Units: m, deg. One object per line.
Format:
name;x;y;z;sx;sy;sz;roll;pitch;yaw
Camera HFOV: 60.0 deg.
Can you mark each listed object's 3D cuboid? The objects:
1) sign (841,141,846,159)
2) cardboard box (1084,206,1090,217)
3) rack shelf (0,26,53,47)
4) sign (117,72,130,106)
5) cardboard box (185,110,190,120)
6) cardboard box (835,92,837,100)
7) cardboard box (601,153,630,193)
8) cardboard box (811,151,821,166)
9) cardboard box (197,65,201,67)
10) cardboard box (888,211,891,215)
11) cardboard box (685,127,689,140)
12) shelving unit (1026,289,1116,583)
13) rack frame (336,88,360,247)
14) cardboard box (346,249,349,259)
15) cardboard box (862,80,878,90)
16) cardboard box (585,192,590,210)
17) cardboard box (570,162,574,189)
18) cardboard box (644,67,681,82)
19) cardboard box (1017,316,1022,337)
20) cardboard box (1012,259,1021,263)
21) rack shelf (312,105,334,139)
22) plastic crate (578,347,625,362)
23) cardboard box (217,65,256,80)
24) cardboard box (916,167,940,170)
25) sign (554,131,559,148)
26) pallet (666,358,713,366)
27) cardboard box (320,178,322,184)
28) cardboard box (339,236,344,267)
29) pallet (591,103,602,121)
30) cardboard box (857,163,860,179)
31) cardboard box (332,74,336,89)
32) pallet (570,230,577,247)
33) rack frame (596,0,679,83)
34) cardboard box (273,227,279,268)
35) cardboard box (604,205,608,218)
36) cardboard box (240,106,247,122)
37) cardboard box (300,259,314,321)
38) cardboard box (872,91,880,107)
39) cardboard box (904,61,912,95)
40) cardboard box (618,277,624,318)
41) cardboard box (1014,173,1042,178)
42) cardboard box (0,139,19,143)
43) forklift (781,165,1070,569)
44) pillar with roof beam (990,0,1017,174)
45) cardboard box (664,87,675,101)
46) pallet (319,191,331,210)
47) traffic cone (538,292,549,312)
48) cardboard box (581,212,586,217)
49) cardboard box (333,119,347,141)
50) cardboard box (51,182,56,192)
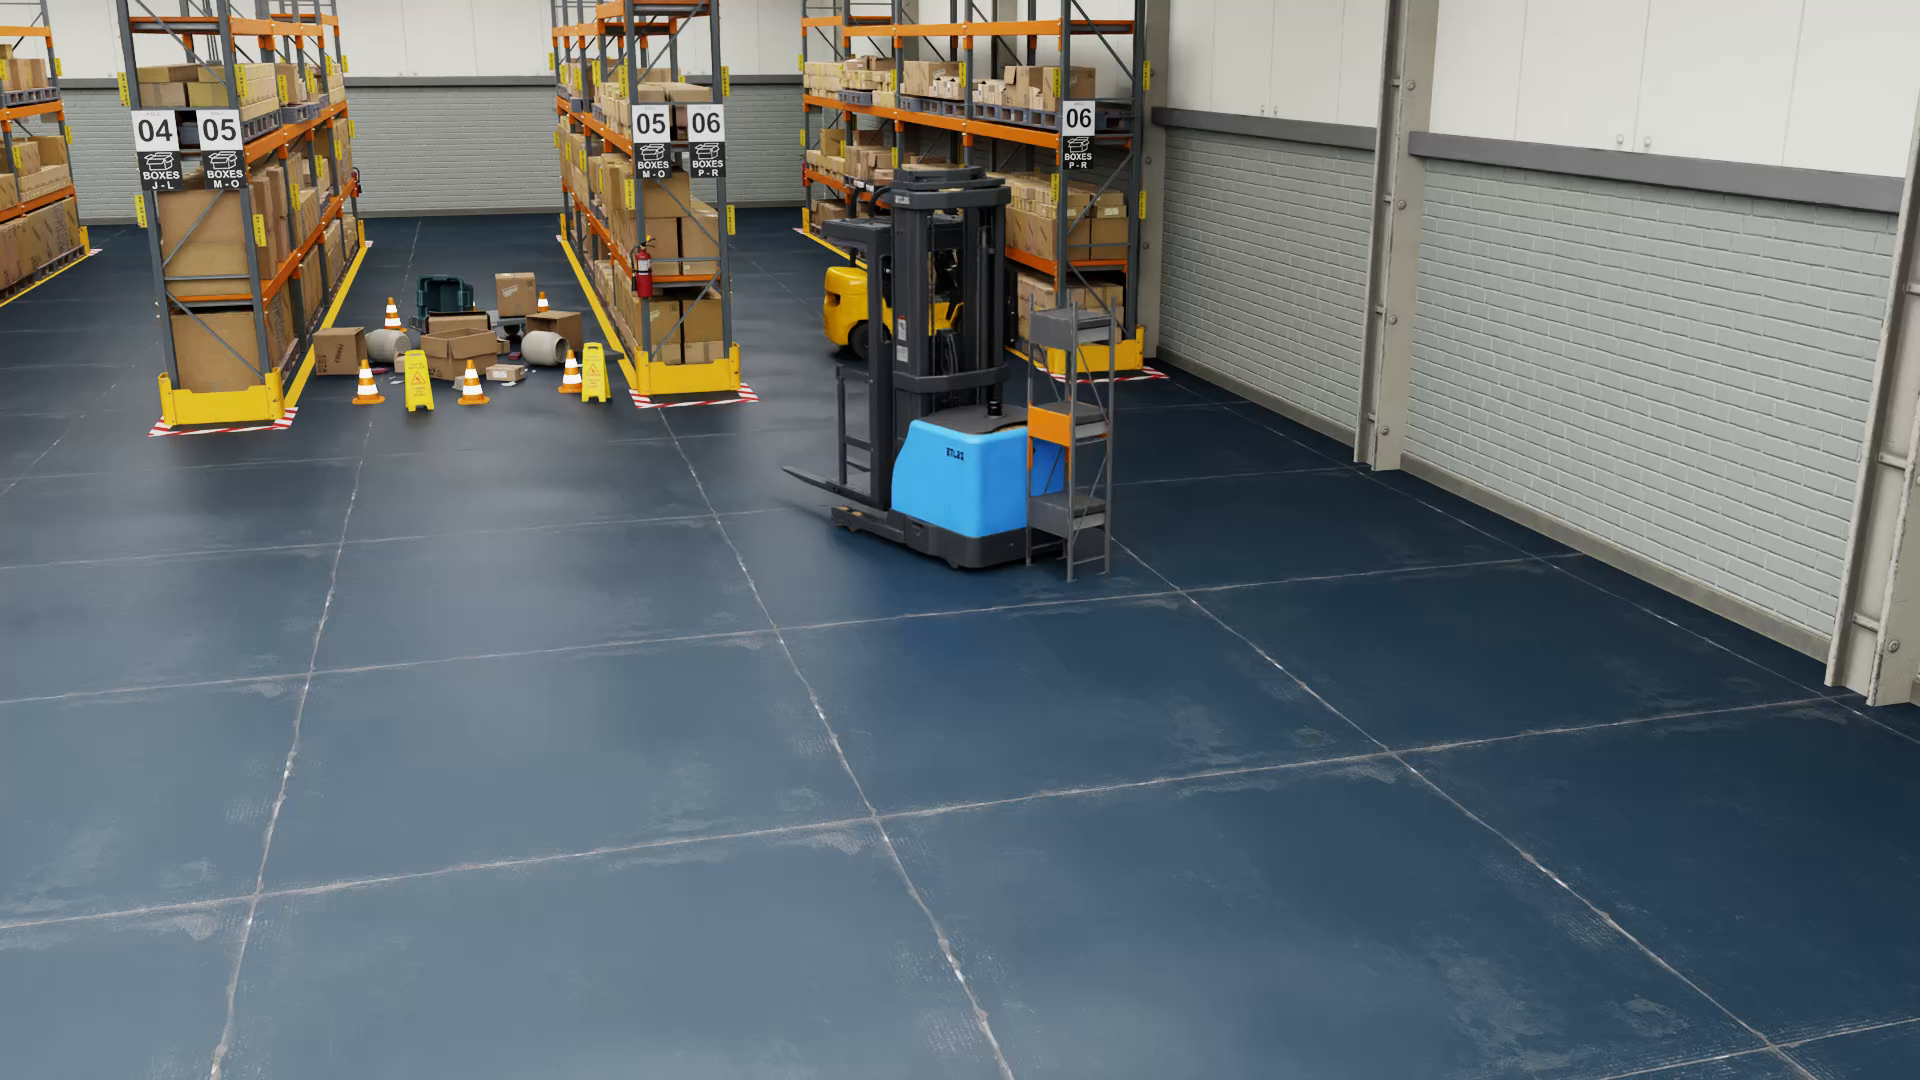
sign;-2.161;-7.237;30.827;0.100;0.325;0.005;-5;17;-15
cardboard box;1.684;-4.085;20.535;0.380;0.149;0.250;-5;17;-15
rack shelf;-16.491;-8.581;28.323;1.077;0.370;4.000;-5;17;-15
sign;-8.372;-4.520;16.668;0.100;0.325;0.005;-5;17;-15
cardboard box;-8.472;-4.577;17.794;0.380;0.149;0.250;-5;17;-15
cardboard box;-2.154;-8.403;31.436;0.380;0.149;0.250;-4;17;-13
cardboard box;-4.302;-4.792;21.762;0.700;0.500;0.500;-5;17;-16
cardboard box;-2.736;-7.759;33.811;0.500;0.250;0.500;-5;17;-15
cardboard box;-8.822;-5.310;18.848;0.380;0.149;0.250;-5;17;-15
cardboard box;-1.110;-5.965;30.582;0.380;0.149;0.250;-5;17;-15
cardboard box;-2.894;-4.589;18.737;0.380;0.149;0.250;-5;17;-15
shelving unit;0.817;-0.775;12.383;0.431;2.100;0.503;-12;21;-36
rack frame;-12.244;-7.162;32.079;1.000;3.000;0.127;-5;17;-15
cardboard box;-10.936;-5.017;29.166;0.380;0.149;0.250;-5;18;-18
cardboard box;-1.494;-7.896;28.843;0.380;0.149;0.250;-4;17;-14
cardboard box;-5.702;-5.416;26.527;0.500;0.250;0.500;-5;18;-17
cardboard box;-6.786;-6.630;30.137;0.500;0.500;0.500;-5;17;-15
cardboard box;-4.136;-6.397;22.983;0.500;0.250;0.500;-5;17;-16
cardboard box;0.967;-2.815;21.660;0.500;0.250;0.500;-5;17;-15
cardboard box;1.032;-3.758;23.061;0.500;0.250;0.500;-5;17;-16
rack shelf;-10.595;-6.594;26.226;1.077;0.370;4.000;-5;17;-15
plastic crate;-4.571;-2.364;21.184;0.402;0.080;0.583;-12;20;-34
cardboard box;-7.981;-5.152;18.323;0.380;0.149;0.250;-5;17;-16
cardboard box;-0.484;-5.794;26.227;0.380;0.149;0.250;-4;17;-15
sign;-8.047;-7.991;33.199;0.100;0.325;0.005;-5;17;-15
pallet;-3.325;-2.068;19.970;1.003;0.211;1.213;-5;17;-15
cardboard box;-10.418;-5.752;26.577;0.380;0.149;0.250;-4;17;-13
cardboard box;-10.699;-4.874;28.080;0.500;0.500;0.500;-5;17;-16
pallet;-4.569;-6.074;23.571;1.213;0.211;1.003;-5;17;-15
cardboard box;-1.628;-6.590;29.680;0.396;0.266;0.258;-4;17;-13
cardboard box;-11.303;-8.090;29.347;0.500;0.250;0.500;-4;17;-14
pallet;-7.217;-6.030;33.161;1.003;0.211;1.213;-5;17;-15
rack frame;-4.214;-7.135;21.562;1.000;3.000;0.127;-5;17;-15
cardboard box;-8.383;-3.365;19.181;0.875;0.550;0.500;-5;17;-15
cardboard box;-4.782;-4.606;23.277;0.380;0.149;0.250;-5;17;-16
cardboard box;-7.632;-4.421;17.276;0.380;0.149;0.250;-5;17;-15
cardboard box;-9.464;-3.398;22.730;1.050;0.750;0.750;-5;17;-15
cardboard box;-1.193;-7.526;28.341;0.500;0.250;0.500;-5;17;-15
cardboard box;-0.577;-7.275;26.166;0.500;0.500;0.500;-5;17;-15
cardboard box;-4.153;-3.173;21.548;0.500;0.500;0.500;-4;17;-13
cardboard box;0.965;-5.019;23.128;0.380;0.149;0.250;-5;17;-17
cardboard box;-16.883;-6.792;29.289;0.500;0.500;0.500;-5;17;-17
forklift;-0.411;-1.548;13.510;1.130;2.935;3.031;-12;21;-36
pillar with roof beam;-3.456;-8.005;24.459;9.100;9.000;0.400;-5;17;-15
cardboard box;-3.268;-5.246;19.540;0.380;0.149;0.250;-5;17;-16
pallet;-10.628;-5.401;26.552;1.003;0.211;1.213;-5;17;-15
traffic cone;-5.901;-3.279;23.563;0.336;0.463;0.334;-5;17;-15
cardboard box;-6.975;-6.128;32.362;0.875;0.438;0.875;-4;17;-14
cardboard box;-11.739;-7.584;31.056;0.500;0.500;0.500;-5;18;-17
cardboard box;-16.272;-6.251;29.483;0.380;0.149;0.250;-5;17;-15
